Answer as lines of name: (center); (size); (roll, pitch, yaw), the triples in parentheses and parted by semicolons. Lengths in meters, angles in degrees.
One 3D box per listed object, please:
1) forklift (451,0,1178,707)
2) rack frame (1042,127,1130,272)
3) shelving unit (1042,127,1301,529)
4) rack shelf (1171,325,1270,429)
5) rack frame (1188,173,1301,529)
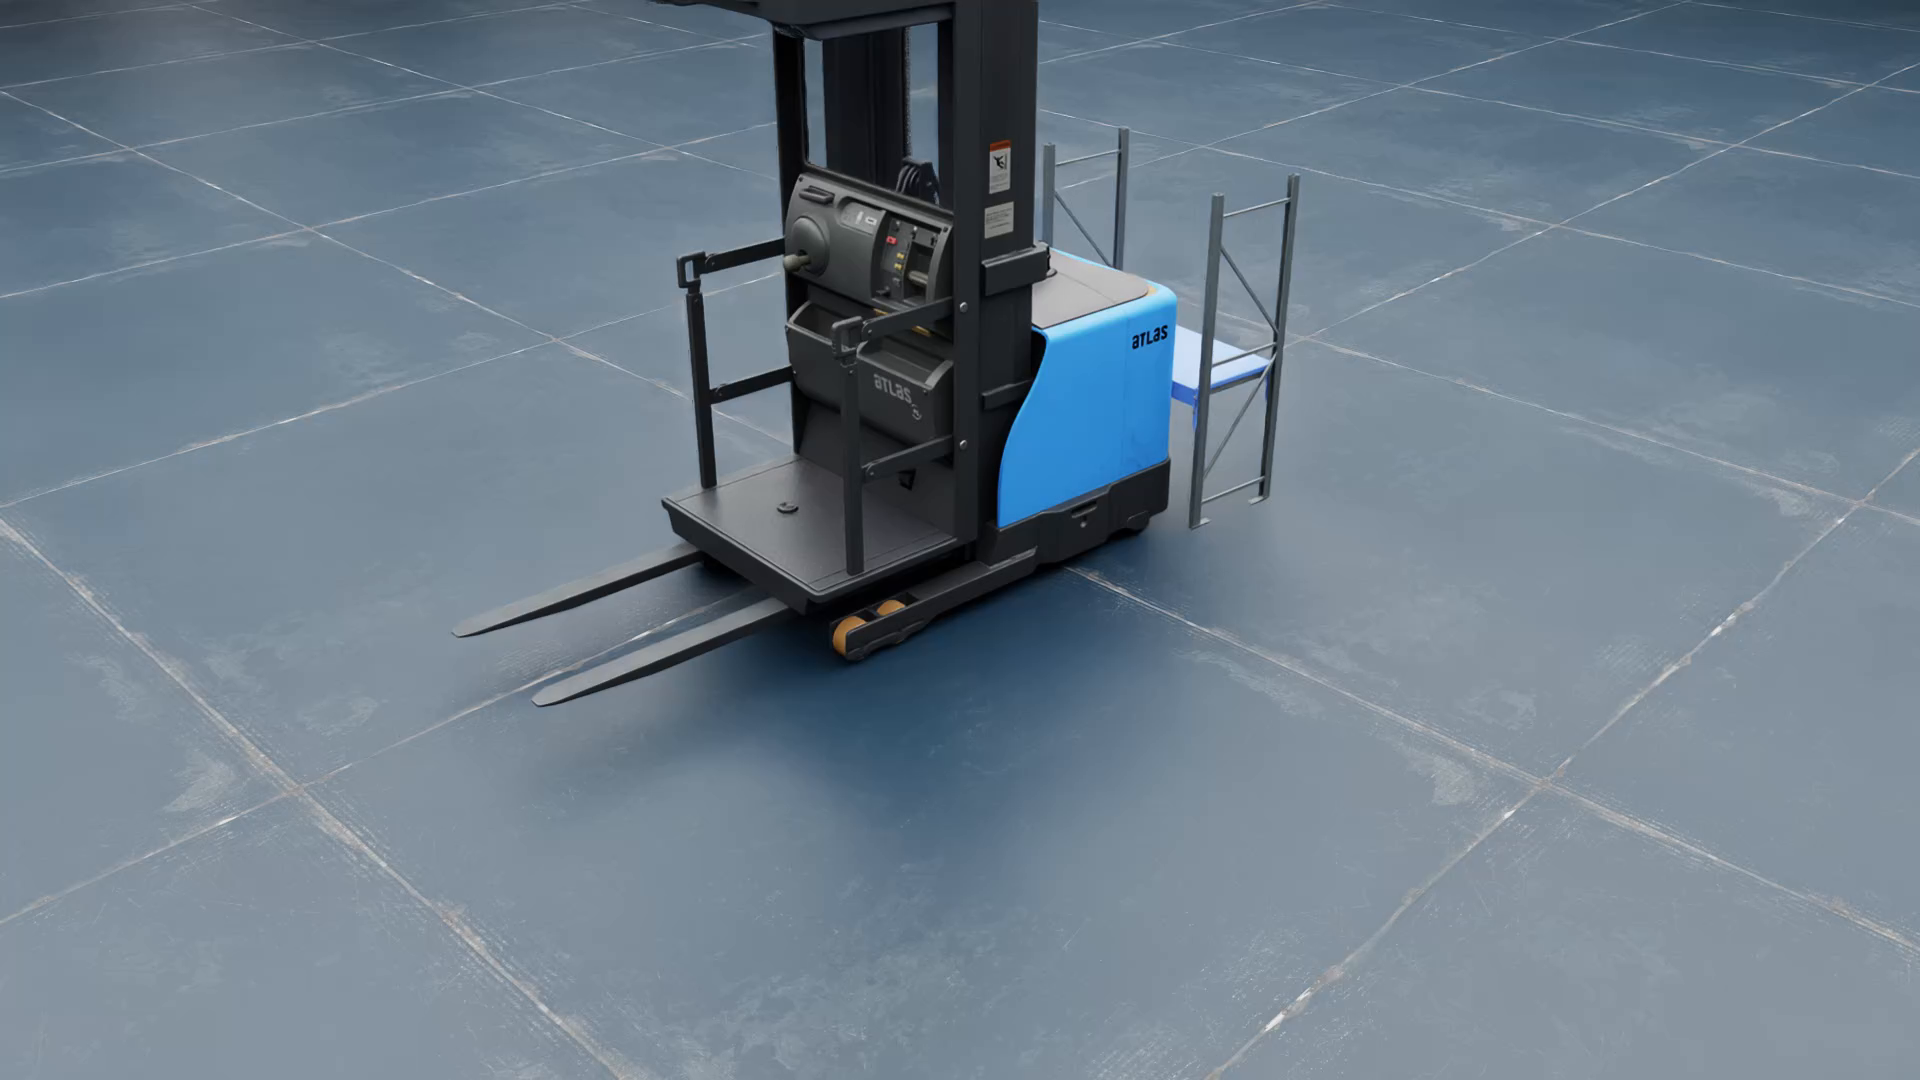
forklift: (-0.518, -1.110, 6.211); (3.031, 2.935, 1.130); (-22, 35, -36)
rack frame: (0.575, -1.158, 7.841); (0.500, 1.500, 0.032); (-21, 34, -34)
shelving unit: (0.895, -0.974, 7.491); (0.538, 1.500, 1.048); (-21, 34, -34)
rack shelf: (0.895, -0.815, 7.574); (0.538, 0.185, 1.000); (-21, 34, -34)
rack frame: (1.214, -0.790, 7.140); (0.500, 1.500, 0.032); (-21, 34, -34)
